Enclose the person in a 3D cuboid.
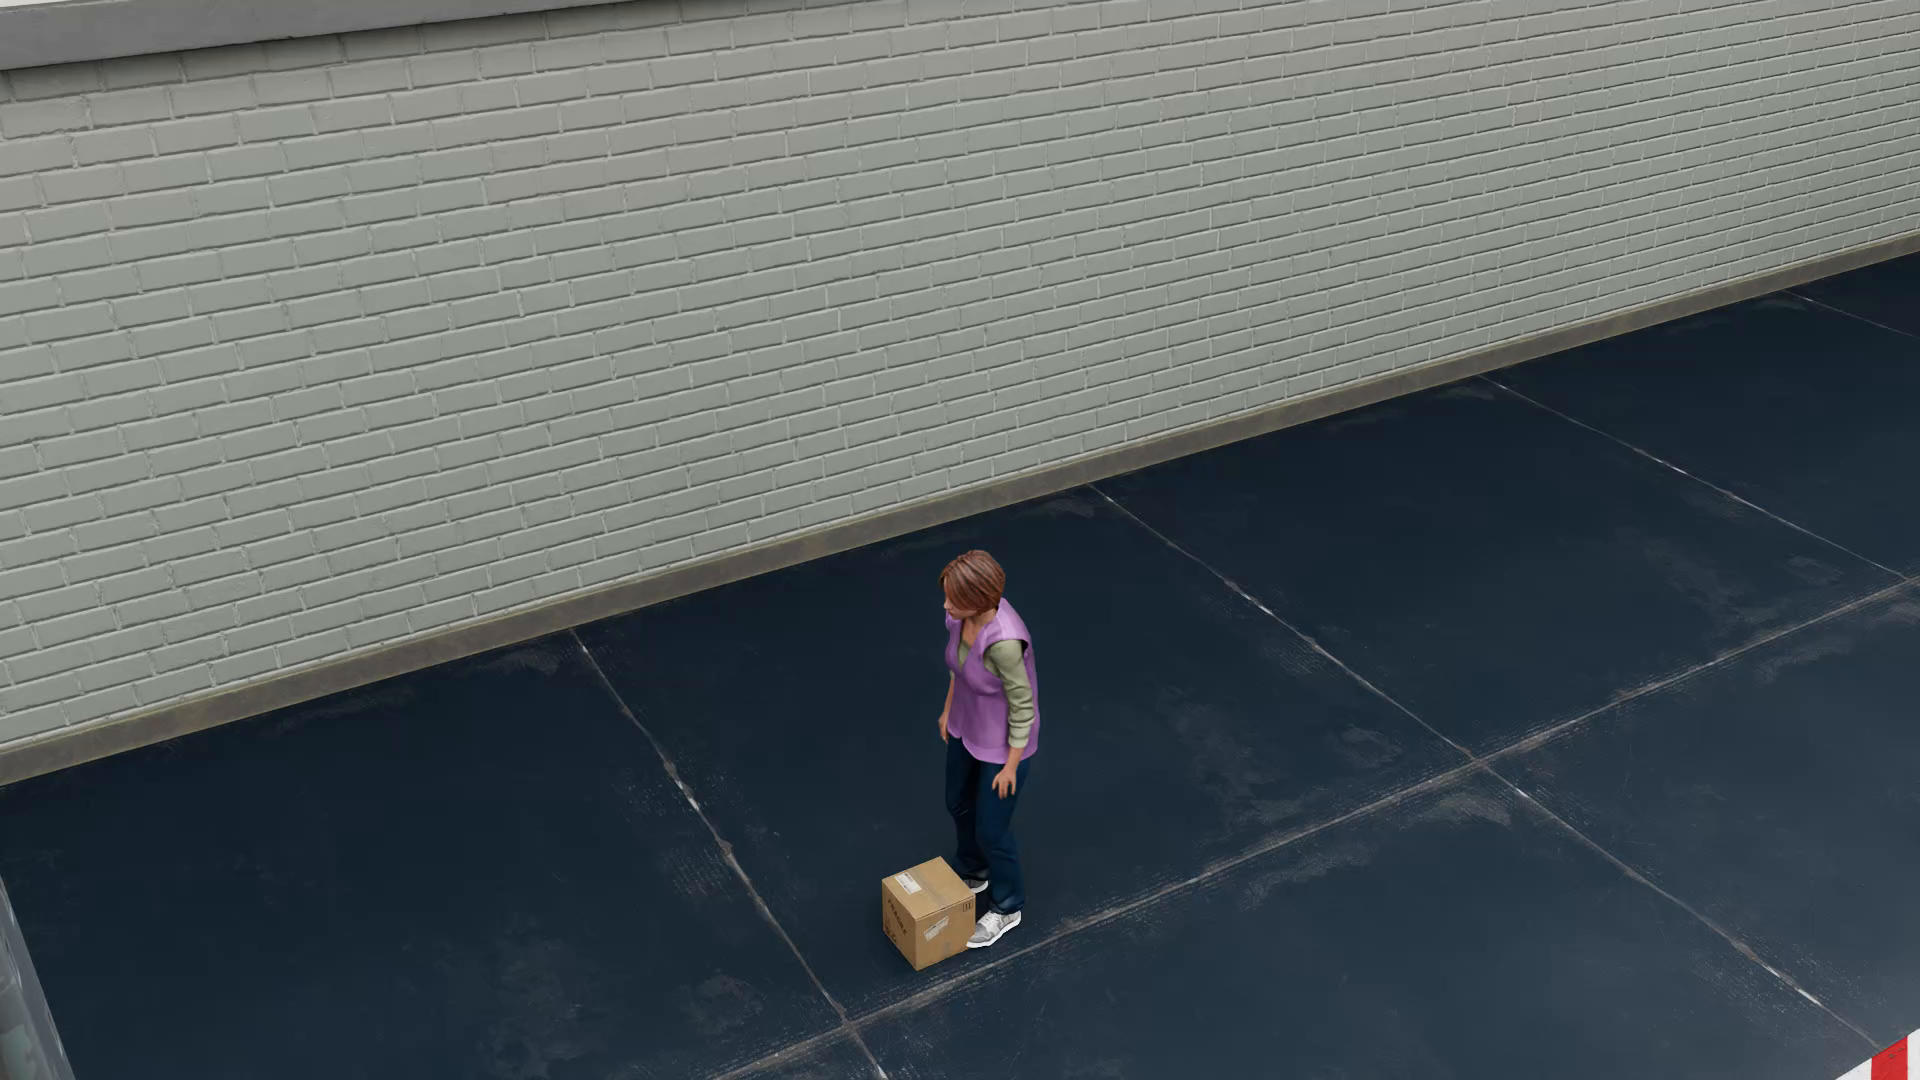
[{"bbox_3d":[0.085,0.716,5.867,0.350,1.593,0.467,-16,33,-27],"label":"person"}]
